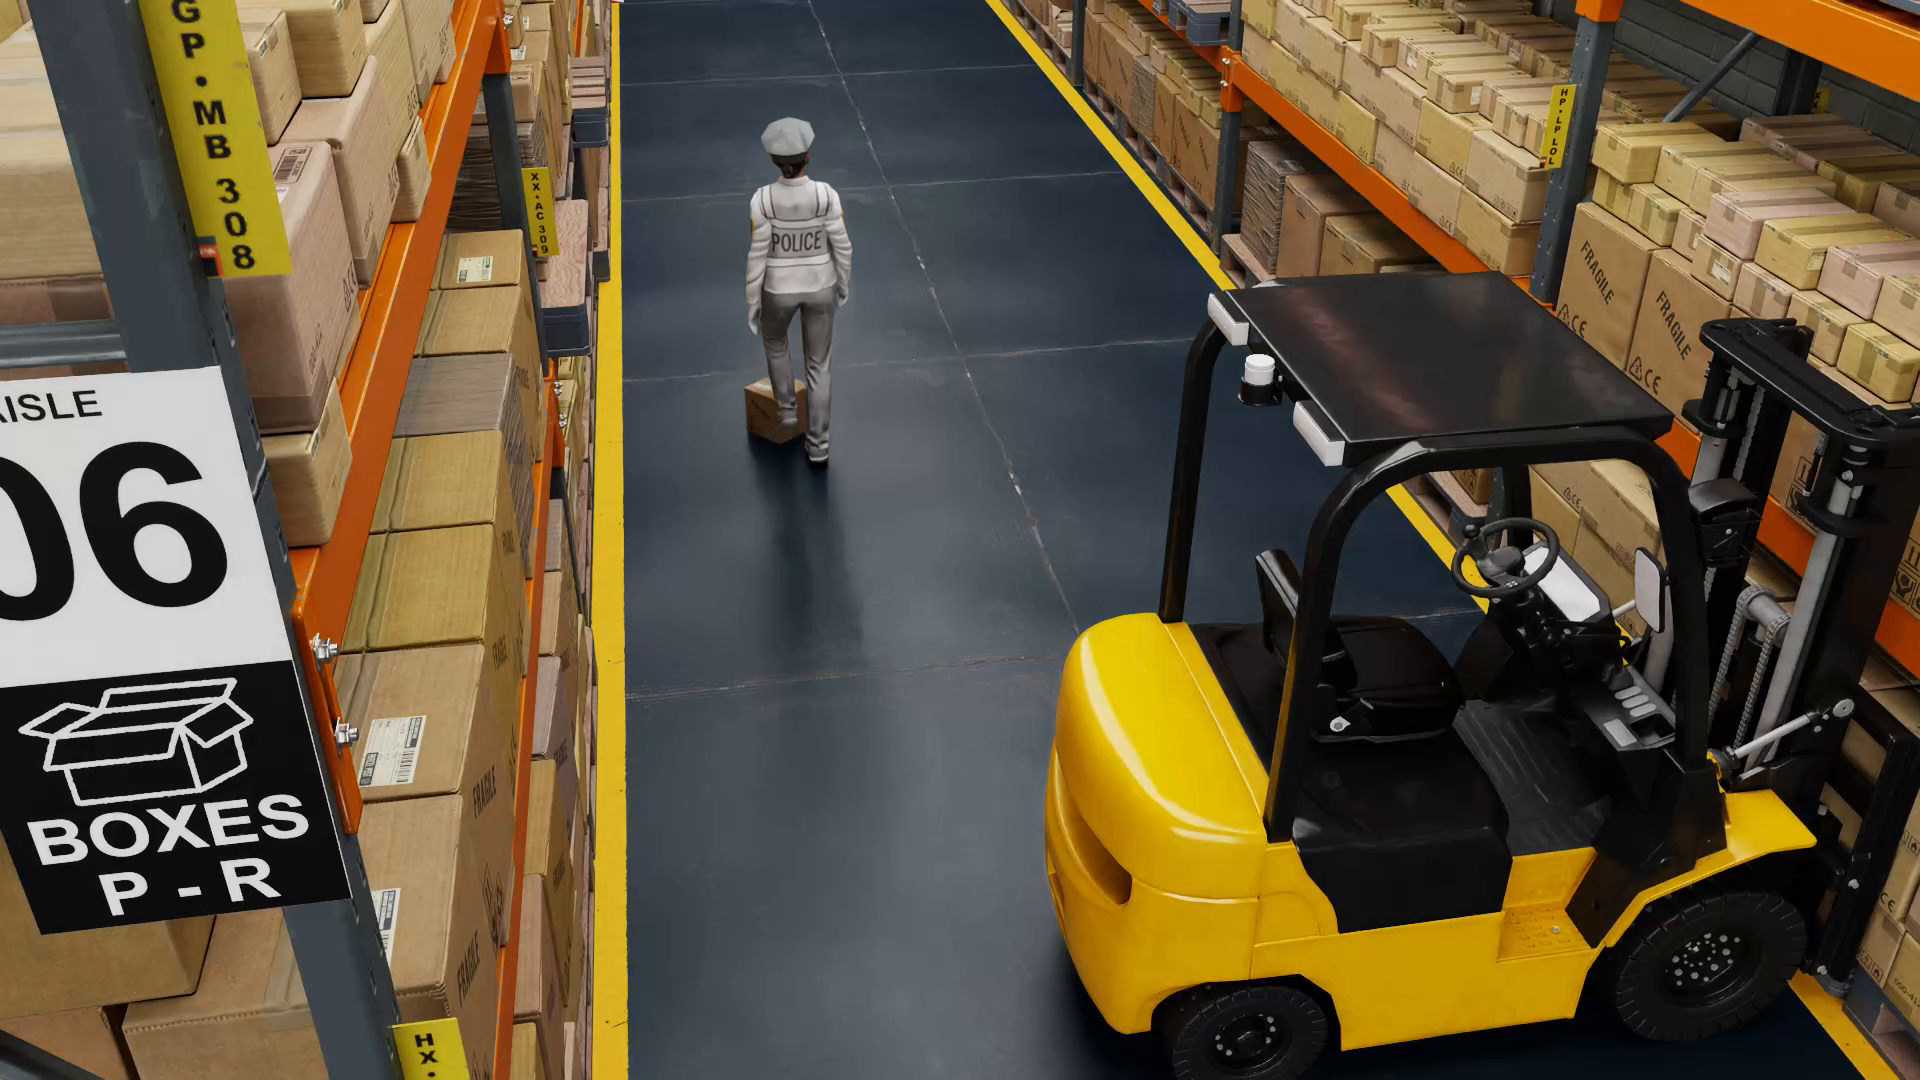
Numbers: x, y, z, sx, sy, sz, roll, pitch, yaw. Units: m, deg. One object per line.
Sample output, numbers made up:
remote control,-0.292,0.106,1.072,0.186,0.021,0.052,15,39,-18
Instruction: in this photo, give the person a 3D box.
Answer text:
person,-0.780,-1.187,8.111,0.523,1.746,0.549,-3,31,-5
